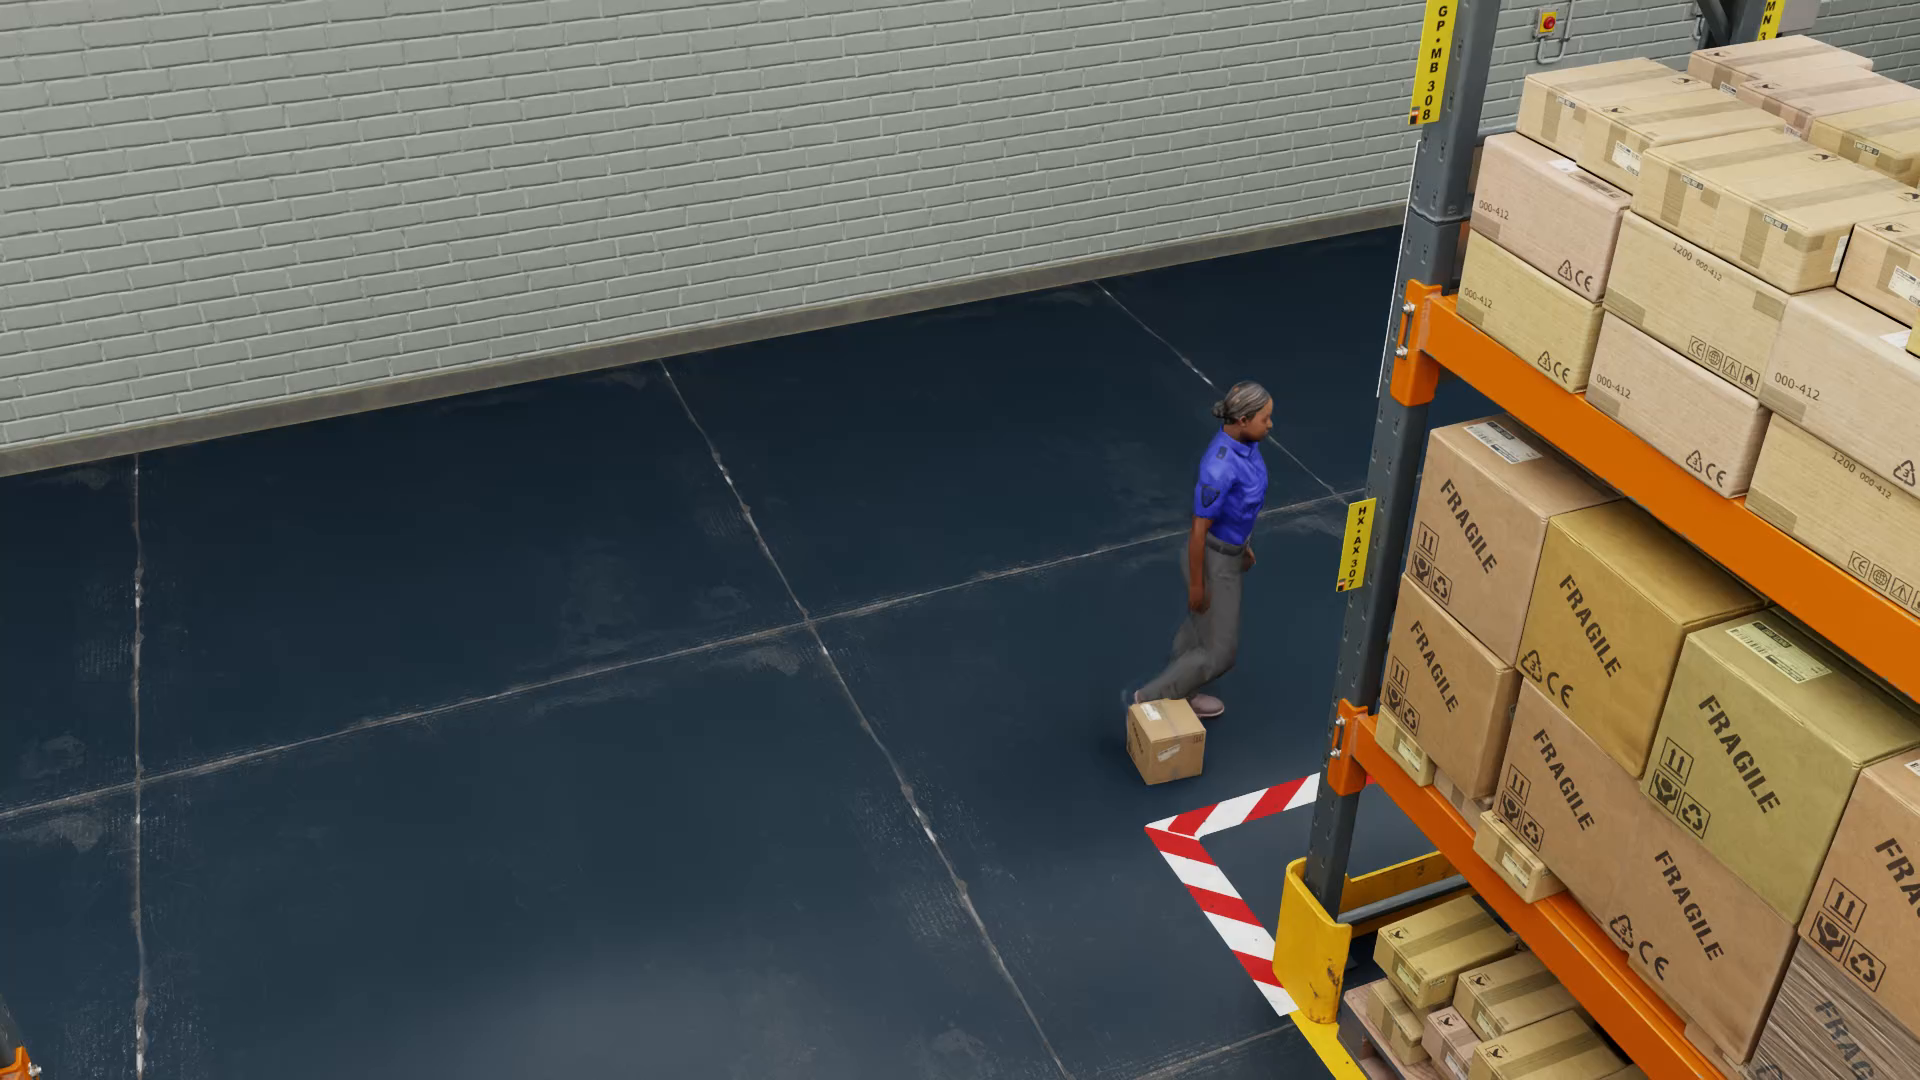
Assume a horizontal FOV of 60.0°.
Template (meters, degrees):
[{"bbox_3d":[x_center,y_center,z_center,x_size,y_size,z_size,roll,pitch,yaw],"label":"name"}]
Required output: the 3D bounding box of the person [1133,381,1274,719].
[{"bbox_3d":[1.011,0.111,6.985,0.440,1.644,0.640,11,35,16],"label":"person"}]
